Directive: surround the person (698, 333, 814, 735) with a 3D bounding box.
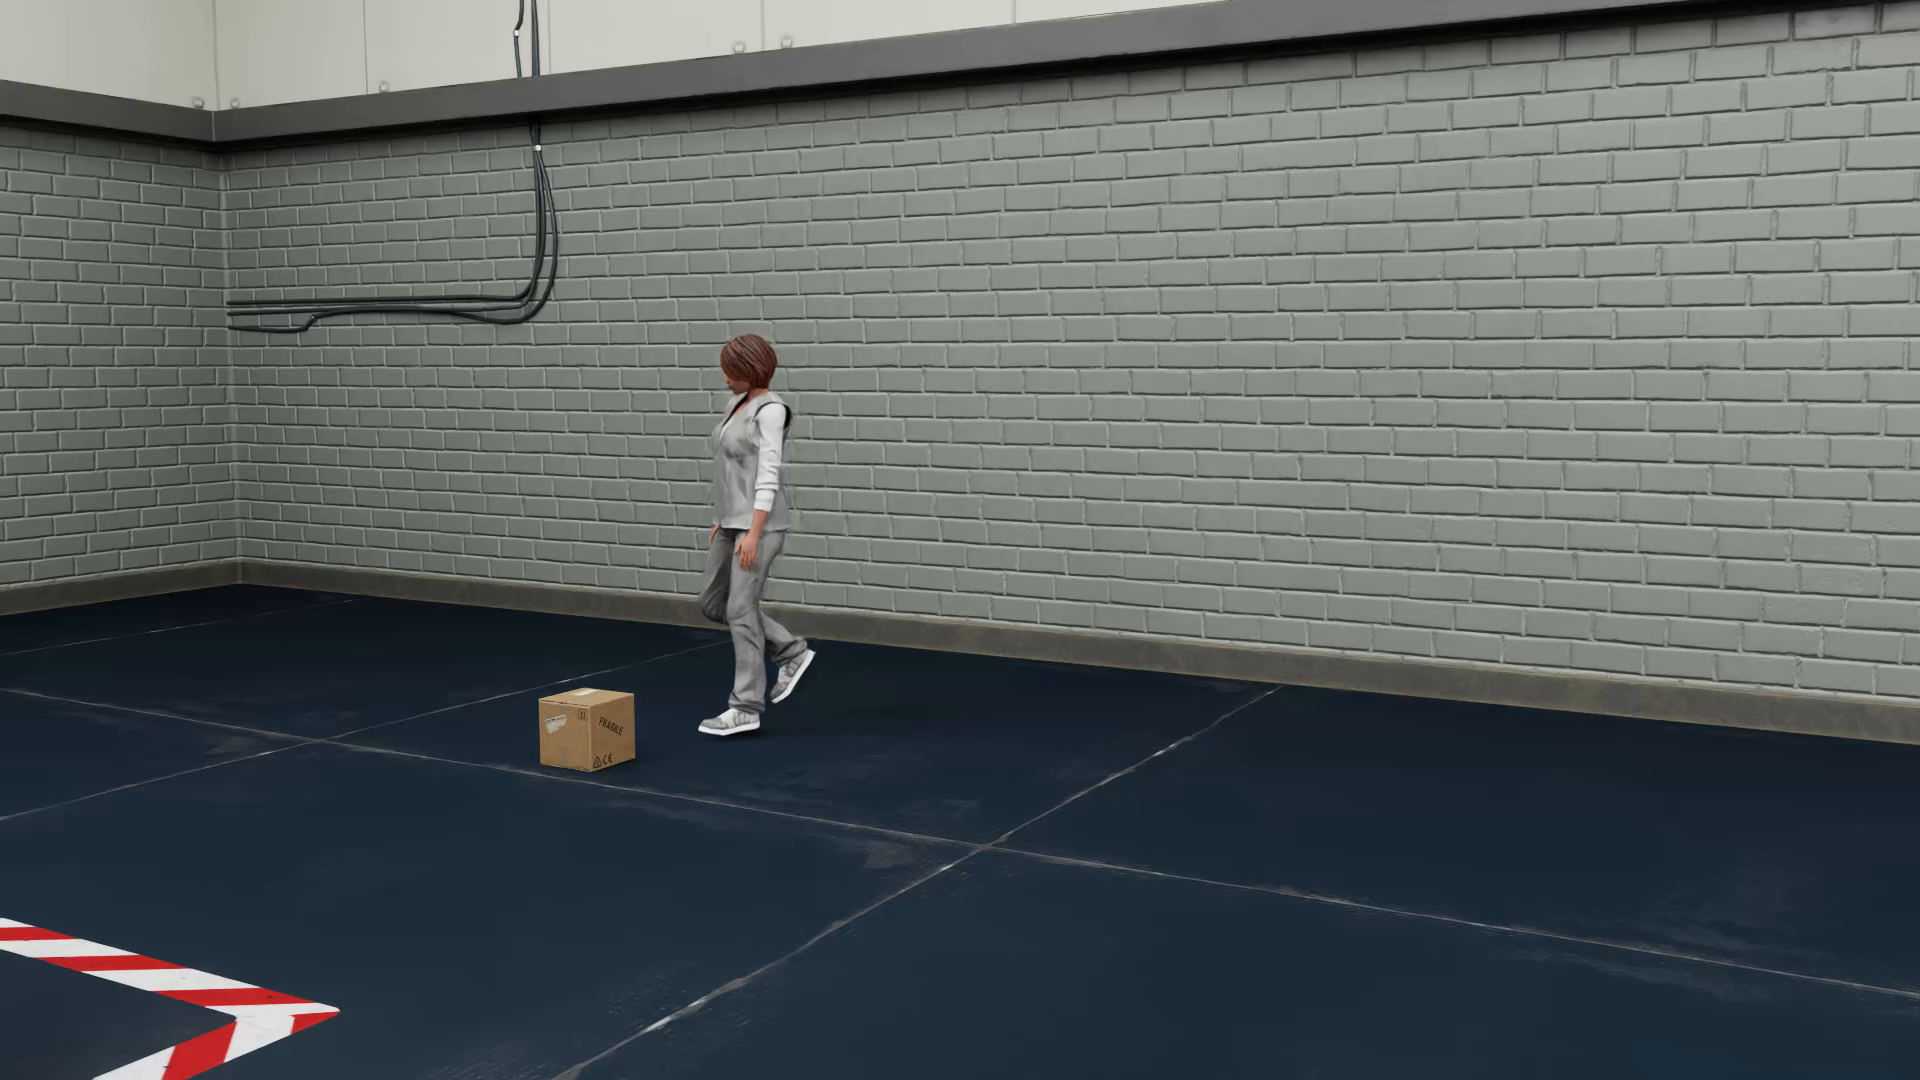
[{"bbox_3d":[-0.828,-0.027,6.720,0.571,1.577,0.442,-3,7,-28],"label":"person"}]
